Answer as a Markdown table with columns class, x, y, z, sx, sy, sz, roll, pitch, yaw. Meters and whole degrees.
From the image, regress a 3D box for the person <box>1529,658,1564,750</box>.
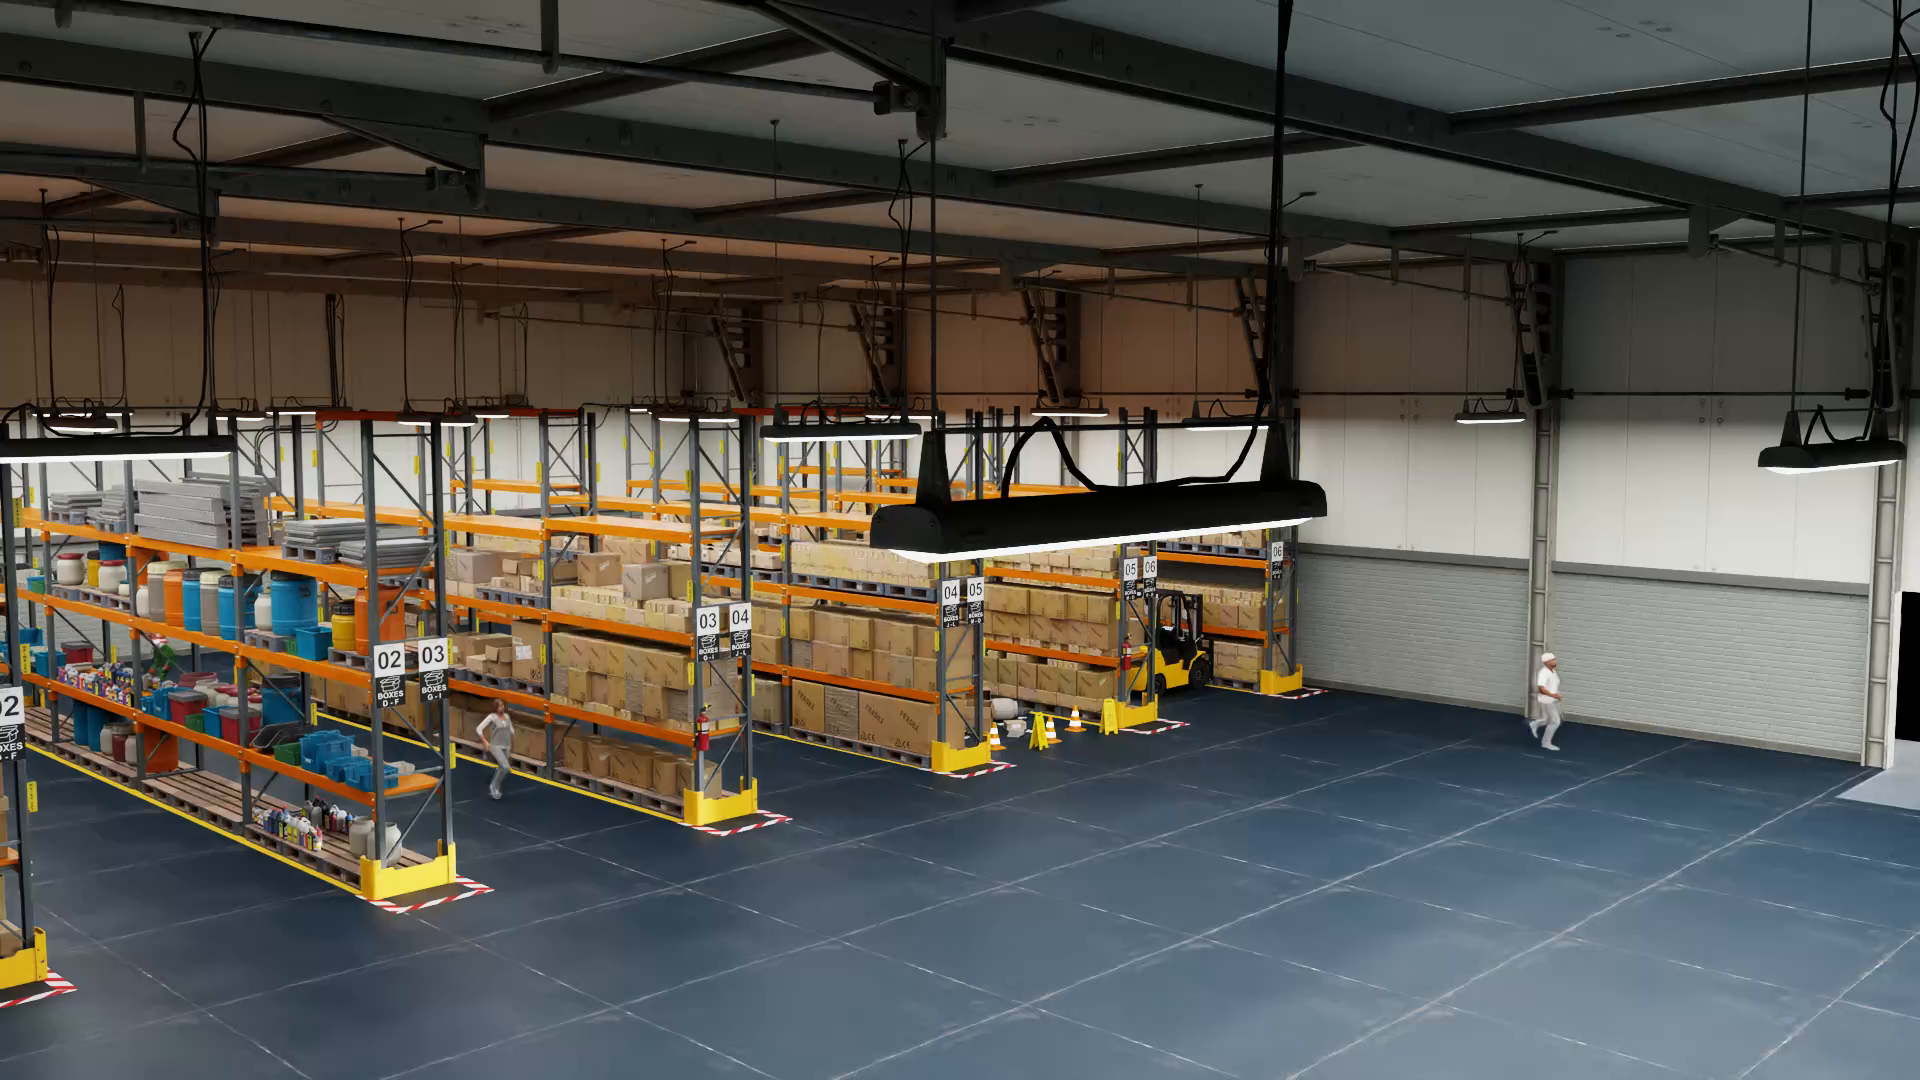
| class | x | y | z | sx | sy | sz | roll | pitch | yaw |
| --- | --- | --- | --- | --- | --- | --- | --- | --- | --- |
| person | 10.450 | 2.877 | 29.617 | 0.613 | 1.690 | 0.736 | 3 | 6 | 29 |

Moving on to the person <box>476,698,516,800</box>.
| class | x | y | z | sx | sy | sz | roll | pitch | yaw |
| --- | --- | --- | --- | --- | --- | --- | --- | --- | --- |
| person | -7.132 | 3.252 | 25.801 | 0.645 | 1.560 | 0.514 | 3 | 6 | 32 |

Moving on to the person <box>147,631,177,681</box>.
| class | x | y | z | sx | sy | sz | roll | pitch | yaw |
| --- | --- | --- | --- | --- | --- | --- | --- | --- | --- |
| person | -17.221 | 2.258 | 35.786 | 0.626 | 1.754 | 0.632 | -4 | 6 | -37 |
